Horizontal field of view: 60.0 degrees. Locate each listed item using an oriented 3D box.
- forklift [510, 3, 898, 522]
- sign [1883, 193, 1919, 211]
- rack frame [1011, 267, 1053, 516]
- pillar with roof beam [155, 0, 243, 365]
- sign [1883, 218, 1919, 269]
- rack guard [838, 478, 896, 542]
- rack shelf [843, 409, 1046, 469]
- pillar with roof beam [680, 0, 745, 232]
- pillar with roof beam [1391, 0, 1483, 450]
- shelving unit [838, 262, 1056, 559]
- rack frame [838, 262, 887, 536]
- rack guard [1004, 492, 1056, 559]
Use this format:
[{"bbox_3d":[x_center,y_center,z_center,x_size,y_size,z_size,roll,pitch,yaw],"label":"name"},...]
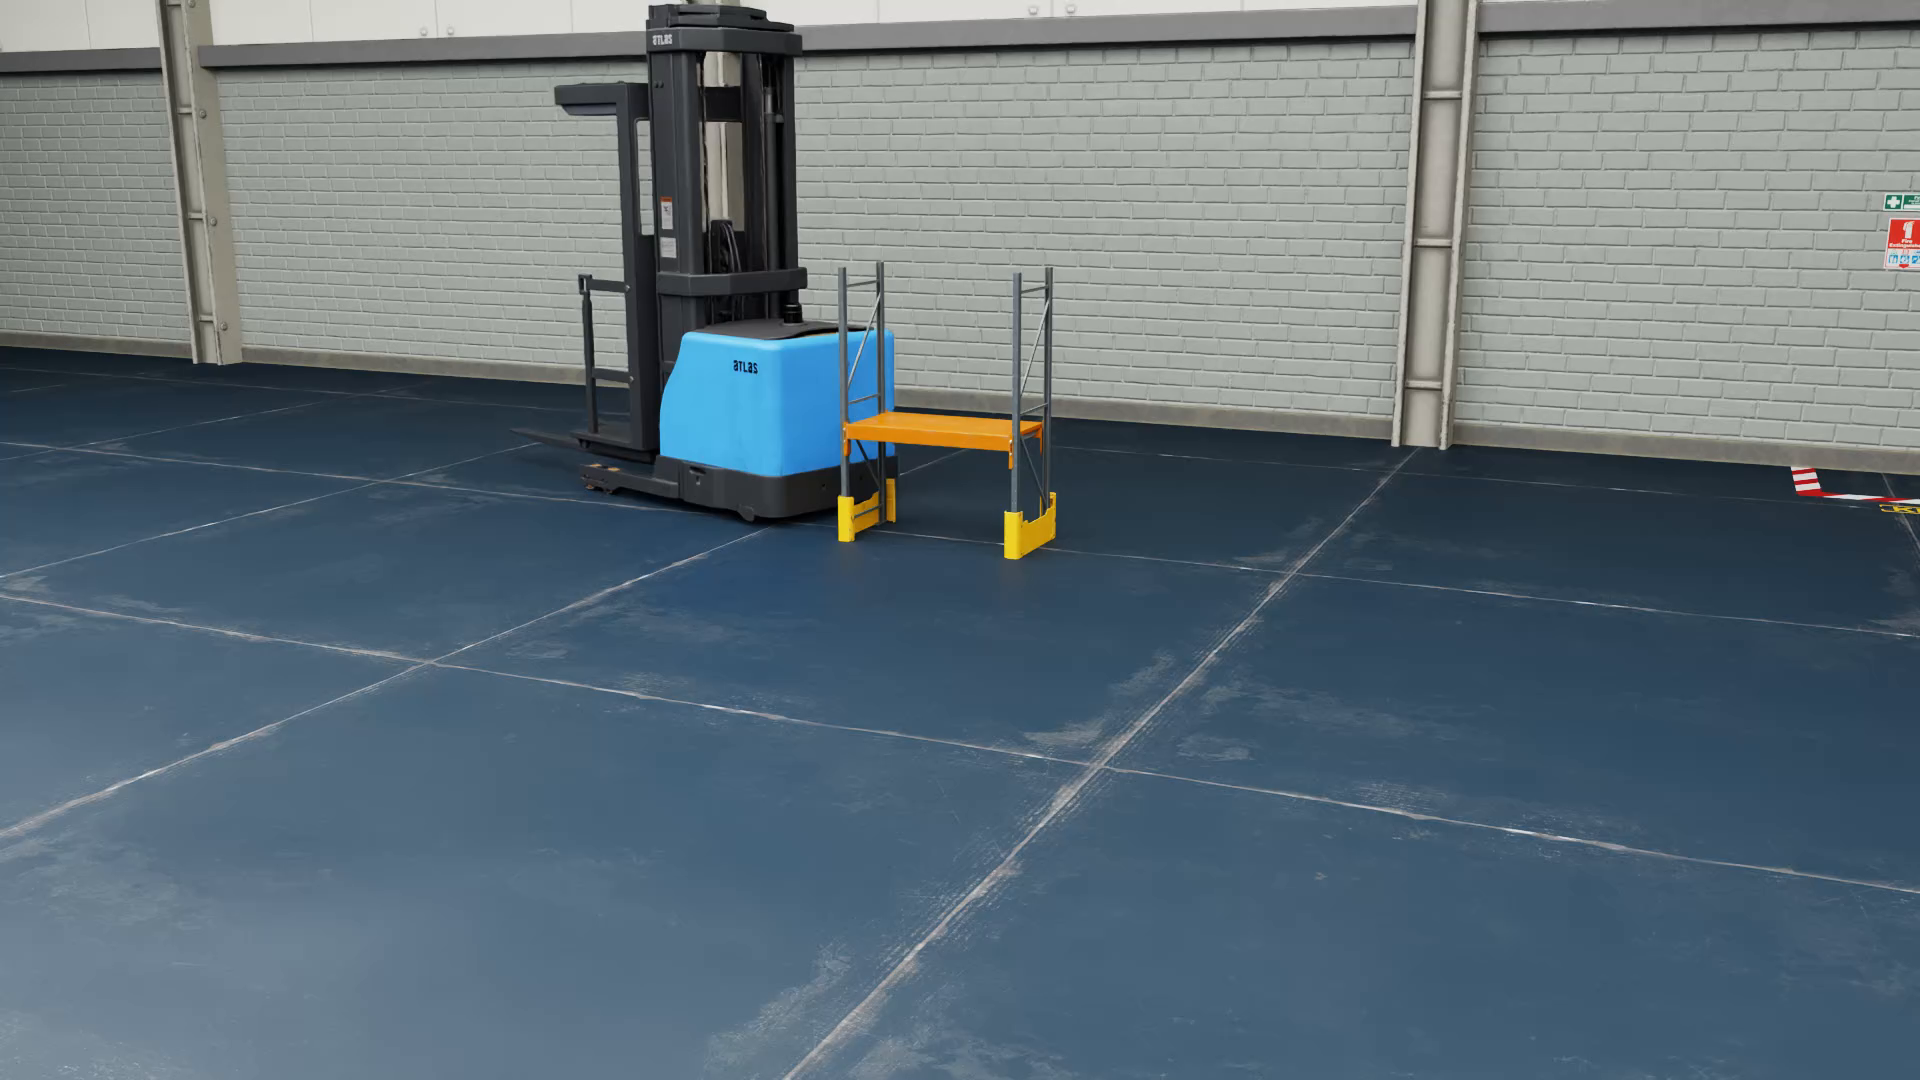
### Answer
[{"bbox_3d":[-1.798,-1.795,10.488,3.031,2.935,1.130,12,18,42],"label":"forklift"},{"bbox_3d":[6.183,-2.191,10.788,0.331,0.109,0.001,6,14,23],"label":"sign"},{"bbox_3d":[0.387,-0.691,8.917,0.032,1.500,0.500,6,14,23],"label":"rack frame"},{"bbox_3d":[-9.311,-5.296,12.124,0.400,9.000,9.100,6,14,23],"label":"pillar with roof beam"},{"bbox_3d":[6.182,-1.935,10.858,0.234,0.329,0.001,6,14,23],"label":"sign"},{"bbox_3d":[-0.525,-0.175,9.453,0.087,0.250,0.587,6,14,23],"label":"rack guard"},{"bbox_3d":[-0.078,-0.563,9.158,1.000,0.185,0.538,6,14,23],"label":"rack shelf"},{"bbox_3d":[-3.826,-4.740,9.758,0.400,9.000,9.100,6,14,23],"label":"pillar with roof beam"},{"bbox_3d":[1.660,-4.185,7.392,0.400,9.000,9.100,6,14,23],"label":"pillar with roof beam"},{"bbox_3d":[-0.070,-0.737,9.114,1.083,1.500,0.587,6,14,23],"label":"shelving unit"},{"bbox_3d":[-0.543,-0.785,9.318,0.032,1.500,0.500,6,14,23],"label":"rack frame"},{"bbox_3d":[0.386,-0.083,9.060,0.087,0.250,0.587,6,14,23],"label":"rack guard"}]
